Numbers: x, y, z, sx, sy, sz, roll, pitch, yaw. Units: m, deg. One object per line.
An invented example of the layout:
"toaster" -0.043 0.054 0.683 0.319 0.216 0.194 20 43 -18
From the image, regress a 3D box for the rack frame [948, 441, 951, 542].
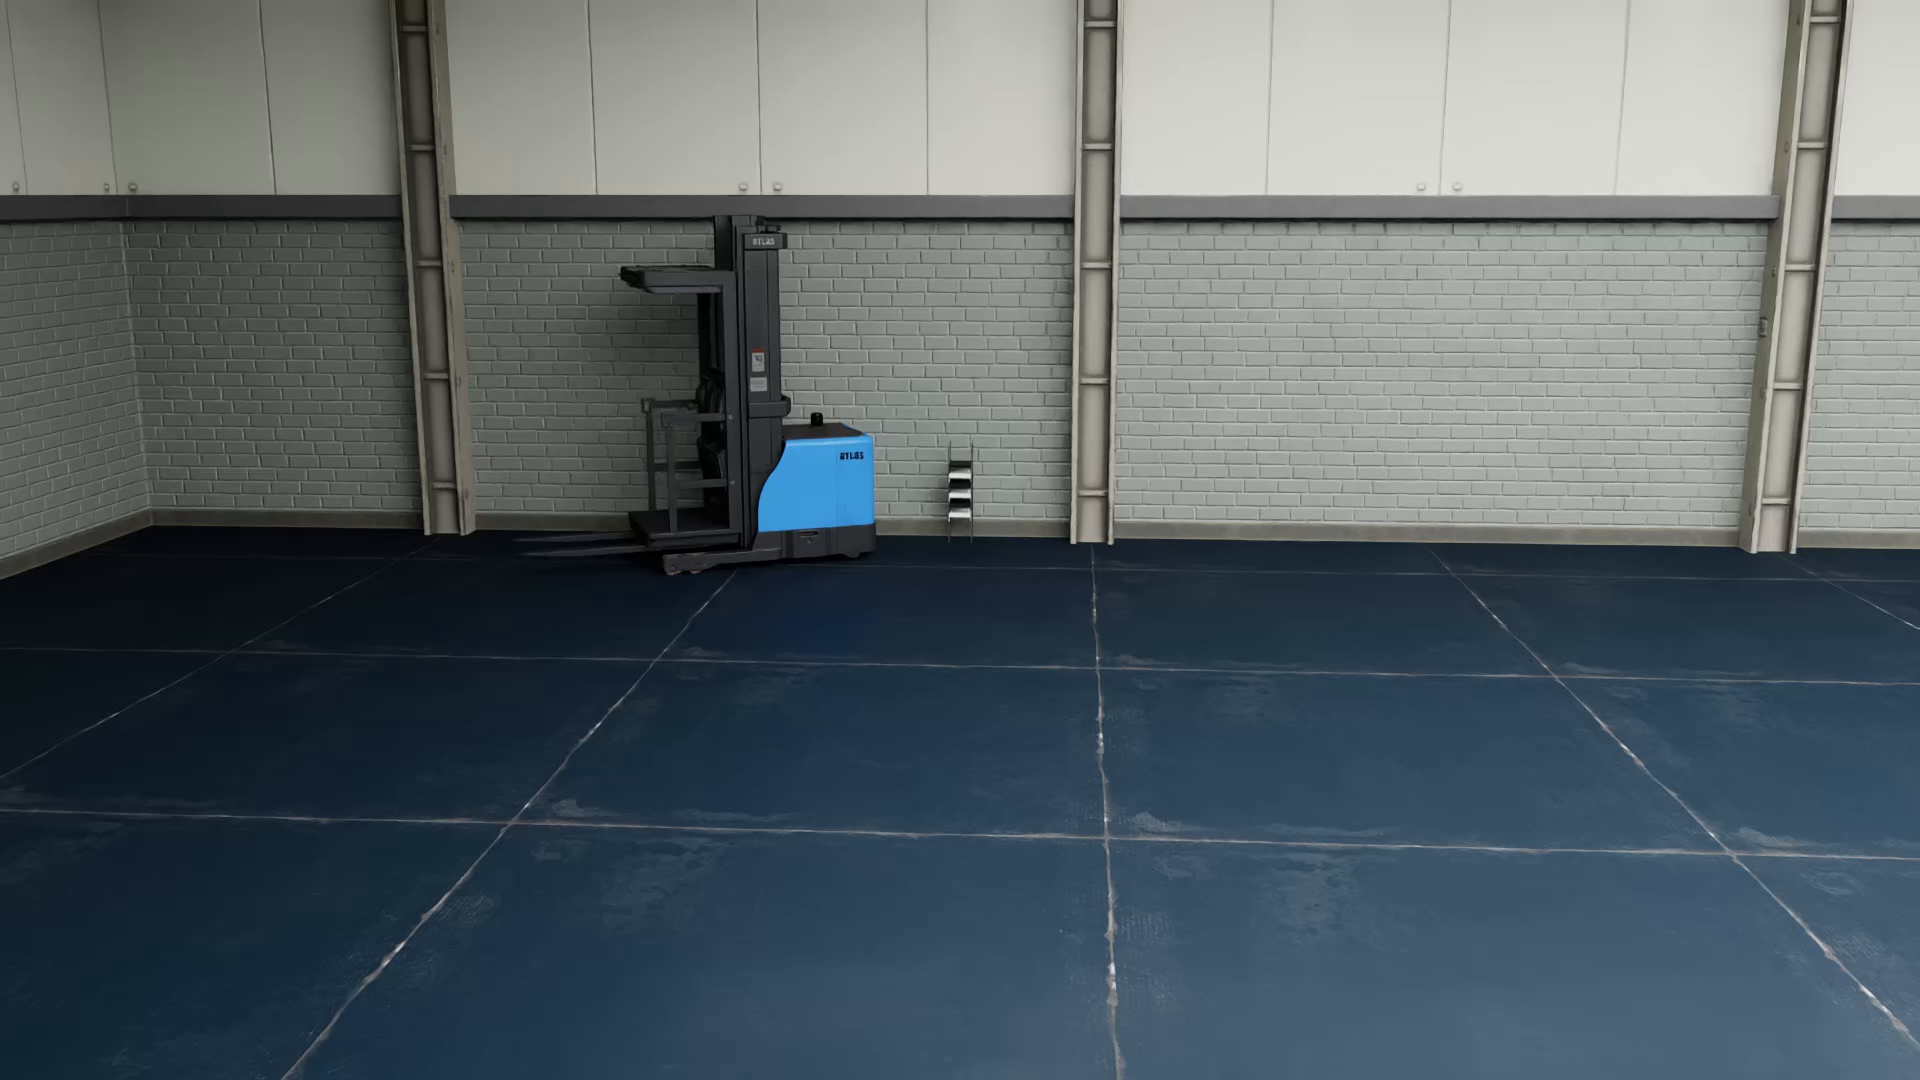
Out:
"rack frame" -0.093 -0.442 15.164 0.006 0.900 0.240 1 12 4

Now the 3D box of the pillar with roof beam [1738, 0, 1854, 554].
"pillar with roof beam" 6.903 -3.437 9.705 0.400 9.000 9.100 1 12 4

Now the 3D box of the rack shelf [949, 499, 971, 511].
"rack shelf" 0.008 -0.320 15.183 0.200 0.077 0.258 1 12 4

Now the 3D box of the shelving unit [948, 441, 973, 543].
"shelving unit" 0.008 -0.440 15.157 0.210 0.900 0.258 1 12 4

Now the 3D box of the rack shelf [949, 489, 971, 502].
"rack shelf" 0.008 -0.408 15.164 0.200 0.077 0.258 1 12 4

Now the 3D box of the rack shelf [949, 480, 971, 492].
"rack shelf" 0.008 -0.496 15.146 0.200 0.077 0.258 1 12 4

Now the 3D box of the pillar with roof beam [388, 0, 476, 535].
"pillar with roof beam" -5.070 -3.602 10.490 0.400 9.000 9.100 1 12 4

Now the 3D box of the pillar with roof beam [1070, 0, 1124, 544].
"pillar with roof beam" 0.916 -3.520 10.097 0.400 9.000 9.100 1 12 4

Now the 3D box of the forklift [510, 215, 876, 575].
"forklift" -2.303 -1.264 14.132 3.031 2.935 1.130 -4 13 -20

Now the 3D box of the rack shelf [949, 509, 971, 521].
"rack shelf" 0.008 -0.232 15.201 0.200 0.077 0.258 1 12 4

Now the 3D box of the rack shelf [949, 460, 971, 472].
"rack shelf" 0.008 -0.672 15.109 0.200 0.077 0.258 1 12 4

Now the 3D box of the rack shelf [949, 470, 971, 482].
"rack shelf" 0.008 -0.584 15.127 0.200 0.077 0.258 1 12 4

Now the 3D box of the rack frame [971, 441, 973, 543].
"rack frame" 0.110 -0.439 15.151 0.006 0.900 0.240 1 12 4
